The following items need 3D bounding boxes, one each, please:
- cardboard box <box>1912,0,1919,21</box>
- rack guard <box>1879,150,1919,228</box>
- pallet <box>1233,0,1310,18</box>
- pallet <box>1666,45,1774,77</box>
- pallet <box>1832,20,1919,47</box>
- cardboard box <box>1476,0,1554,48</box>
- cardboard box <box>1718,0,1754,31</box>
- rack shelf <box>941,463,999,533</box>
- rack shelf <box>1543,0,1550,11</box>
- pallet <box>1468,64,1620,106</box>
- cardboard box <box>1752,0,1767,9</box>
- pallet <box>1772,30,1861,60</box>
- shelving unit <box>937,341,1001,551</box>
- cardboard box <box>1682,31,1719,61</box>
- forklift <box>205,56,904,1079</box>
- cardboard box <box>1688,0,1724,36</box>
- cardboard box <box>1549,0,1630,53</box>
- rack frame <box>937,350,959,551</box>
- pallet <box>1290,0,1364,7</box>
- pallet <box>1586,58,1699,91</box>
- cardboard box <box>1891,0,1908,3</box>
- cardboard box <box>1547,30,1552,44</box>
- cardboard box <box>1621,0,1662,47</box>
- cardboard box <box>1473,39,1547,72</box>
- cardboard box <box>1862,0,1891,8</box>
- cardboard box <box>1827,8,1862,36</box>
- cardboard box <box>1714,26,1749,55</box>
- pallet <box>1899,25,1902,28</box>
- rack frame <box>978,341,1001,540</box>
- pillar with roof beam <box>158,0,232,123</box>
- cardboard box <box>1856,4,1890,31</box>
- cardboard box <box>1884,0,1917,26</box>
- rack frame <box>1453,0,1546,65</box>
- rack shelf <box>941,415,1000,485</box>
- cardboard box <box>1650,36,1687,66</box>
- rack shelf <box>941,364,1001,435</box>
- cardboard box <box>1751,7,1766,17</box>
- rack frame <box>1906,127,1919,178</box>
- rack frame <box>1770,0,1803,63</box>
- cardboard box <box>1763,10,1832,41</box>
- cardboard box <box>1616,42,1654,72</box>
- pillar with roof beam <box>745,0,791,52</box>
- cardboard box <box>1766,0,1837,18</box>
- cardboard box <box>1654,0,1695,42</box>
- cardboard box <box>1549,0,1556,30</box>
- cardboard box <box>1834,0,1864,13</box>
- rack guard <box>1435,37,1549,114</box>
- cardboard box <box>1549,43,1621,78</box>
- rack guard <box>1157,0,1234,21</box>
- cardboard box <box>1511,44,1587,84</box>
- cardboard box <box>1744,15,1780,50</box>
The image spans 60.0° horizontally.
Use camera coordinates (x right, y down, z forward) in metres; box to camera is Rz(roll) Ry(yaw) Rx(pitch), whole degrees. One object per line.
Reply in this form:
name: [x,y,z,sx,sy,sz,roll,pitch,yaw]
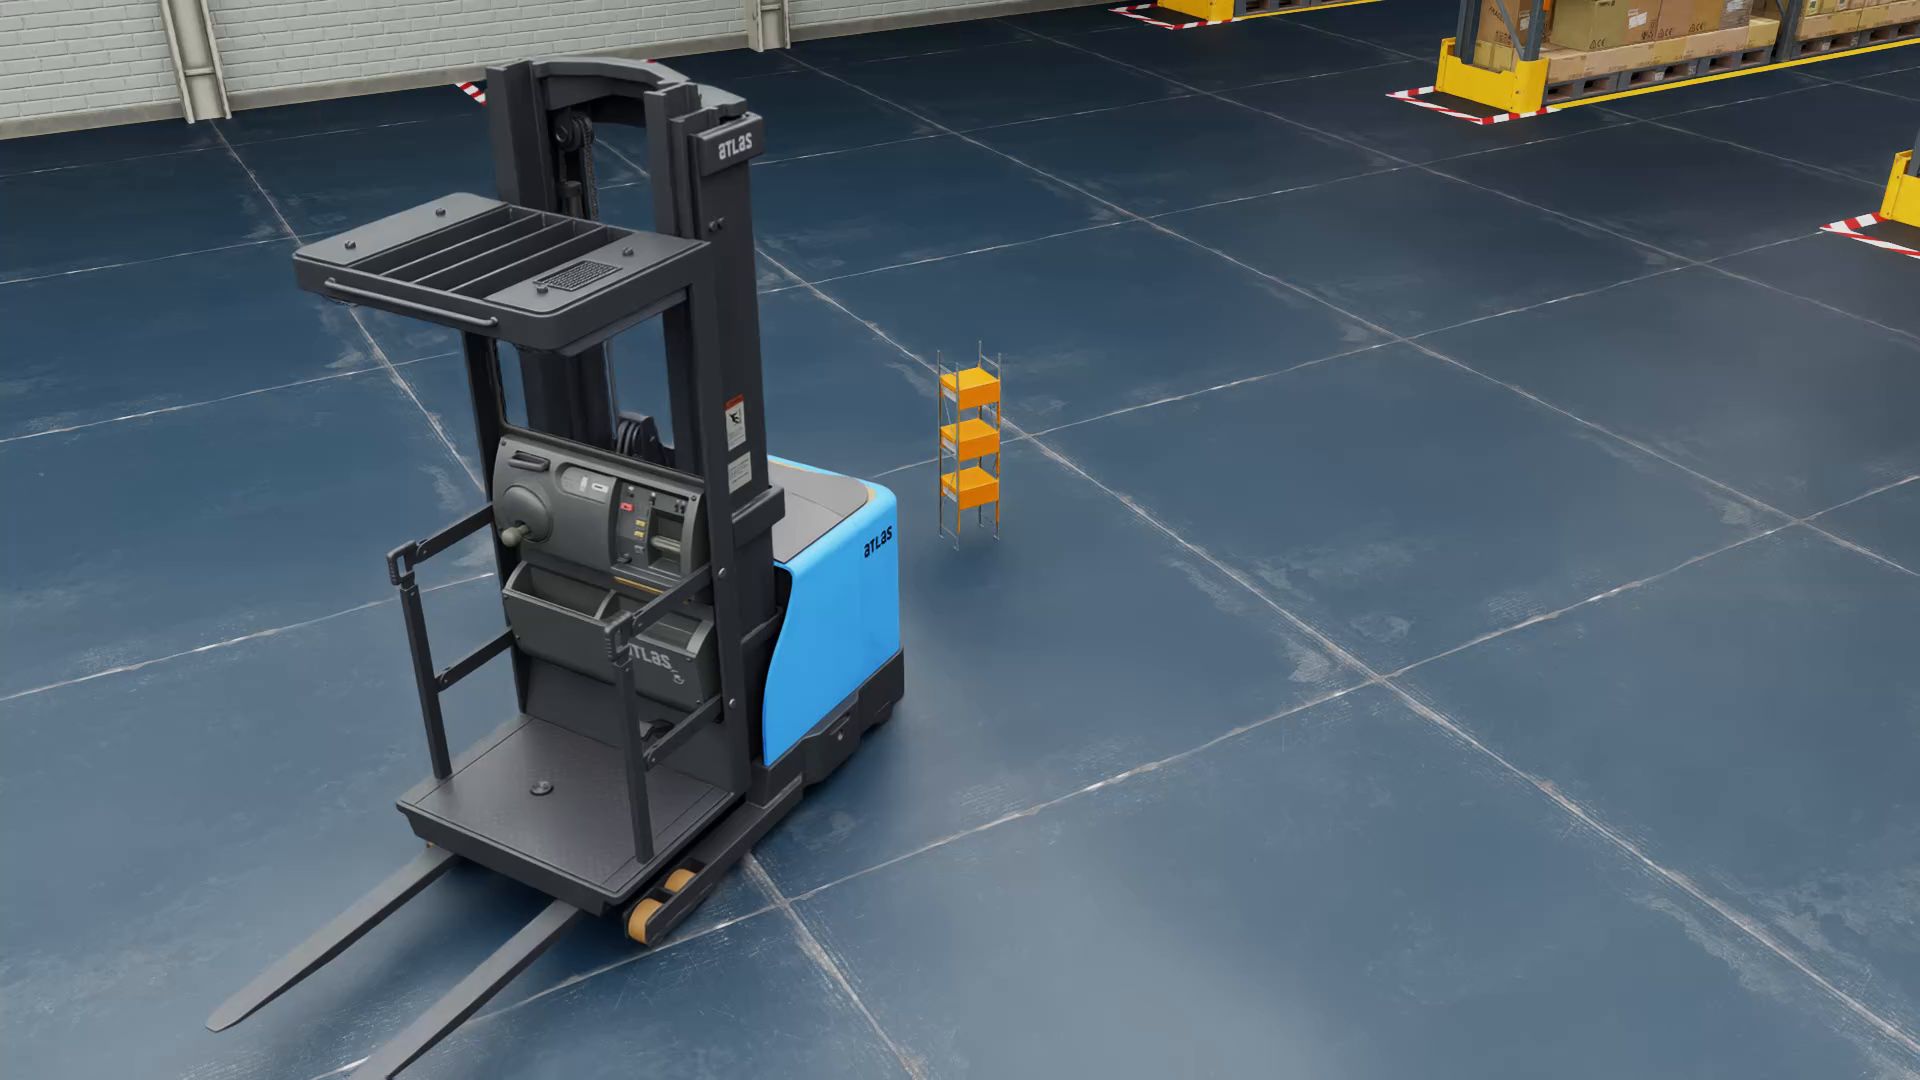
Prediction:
cardboard box: [11.044,-6.241,19.366,0.500,0.250,0.500,-15,32,-25]
rack guard: [7.902,-2.662,13.056,0.348,0.500,1.175,-16,33,-26]
pallet: [3.625,-6.827,20.903,1.213,0.211,1.003,-16,33,-26]
pallet: [8.096,-5.364,18.251,1.213,0.211,1.003,-16,33,-26]
pallet: [10.471,-6.038,19.473,1.213,0.211,1.003,-16,33,-26]
cardboard box: [5.666,-5.346,16.968,0.500,0.500,0.500,-16,33,-26]
cardboard box: [8.077,-5.748,17.696,0.500,0.500,0.500,-16,33,-26]
rack shelf: [0.046,-0.220,8.659,0.240,0.259,0.215,-16,33,-26]
rack shelf: [7.079,-5.957,17.185,4.000,0.370,1.077,-16,33,-26]
pallet: [5.992,-4.766,17.168,1.213,0.211,1.003,-16,33,-26]
cardboard box: [9.007,-6.206,18.721,0.500,0.311,0.500,-16,33,-26]
pallet: [9.418,-5.738,18.928,1.213,0.211,1.003,-16,33,-26]
shelving unit: [0.046,-0.473,8.520,0.252,1.050,0.215,-16,33,-26]
cardboard box: [7.654,-5.290,17.643,0.500,0.250,0.500,-16,33,-26]
forklift: [-1.420,-0.058,5.822,1.130,2.935,3.031,16,32,26]
cardboard box: [7.648,-5.624,17.471,0.500,0.500,0.500,-16,33,-26]
cardboard box: [6.359,-5.253,16.799,0.500,0.500,0.500,-16,33,-26]
rack frame: [-0.059,-0.443,8.466,0.008,1.050,0.200,-16,33,-26]
pallet: [4.676,-7.124,21.440,1.213,0.211,1.003,-16,33,-26]
pallet: [7.043,-5.063,17.706,1.213,0.211,1.003,-16,33,-26]
cardboard box: [10.610,-6.362,19.004,0.500,0.311,0.500,-15,32,-25]
cardboard box: [6.092,-5.144,17.378,0.500,0.250,0.500,-16,33,-26]
cardboard box: [6.784,-5.381,17.030,0.500,0.500,0.500,-16,33,-26]
cardboard box: [5.667,-5.017,17.148,0.500,0.250,0.500,-16,33,-26]
cardboard box: [10.165,-6.232,18.769,0.500,0.311,0.500,-17,33,-28]
cardboard box: [9.718,-5.862,18.679,0.500,0.250,0.500,-15,32,-25]
cardboard box: [8.078,-5.419,17.876,0.500,0.250,0.500,-16,33,-26]
pallet: [11.522,-6.335,20.010,1.213,0.211,1.003,-16,33,-26]
rack frame: [0.151,-0.503,8.574,0.008,1.050,0.200,-16,33,-26]
pillar with roof beam: [-5.158,-6.273,10.803,0.400,9.000,9.100,-16,33,-26]
cardboard box: [10.163,-5.990,18.910,0.500,0.250,0.500,-17,33,-28]
cardboard box: [10.602,-6.114,19.135,0.500,0.250,0.500,-15,32,-25]
rack frame: [5.354,-5.783,16.124,0.127,3.000,1.000,-16,33,-26]
rack shelf: [0.046,-0.463,8.525,0.240,0.259,0.215,-16,33,-26]
cardboard box: [7.223,-5.168,17.421,0.500,0.250,0.500,-16,33,-26]
rack shelf: [0.046,-0.712,8.388,0.240,0.259,0.215,-16,33,-26]
cardboard box: [9.014,-5.964,18.864,0.500,0.250,0.500,-16,33,-27]
rack frame: [7.861,-3.718,12.383,0.127,3.000,1.000,-16,33,-26]
rack frame: [8.803,-6.762,17.898,0.127,3.000,1.000,-16,33,-26]
cardboard box: [9.276,-5.737,18.453,0.500,0.250,0.500,-17,33,-27]
cardboard box: [6.790,-5.047,17.203,0.500,0.250,0.500,-16,33,-26]
pillar with roof beam: [0.015,-7.742,13.464,0.400,9.000,9.100,-16,33,-26]
cardboard box: [9.285,-5.985,18.321,0.500,0.311,0.500,-16,33,-26]
cardboard box: [7.224,-5.496,17.239,0.500,0.500,0.500,-16,33,-26]
cardboard box: [6.521,-5.597,17.423,0.500,0.500,0.500,-16,33,-26]
cardboard box: [9.720,-6.105,18.539,0.500,0.311,0.500,-16,33,-27]
rack guard: [5.334,-4.682,16.717,0.348,0.500,1.175,-16,33,-26]
cardboard box: [6.359,-4.925,16.981,0.500,0.250,0.500,-16,33,-26]
rack guard: [2.907,-6.770,20.499,0.348,0.500,1.175,-16,33,-26]
cardboard box: [5.929,-4.801,16.757,0.500,0.250,0.500,-16,33,-26]
cardboard box: [8.514,-5.537,18.090,0.500,0.250,0.500,-16,33,-26]
